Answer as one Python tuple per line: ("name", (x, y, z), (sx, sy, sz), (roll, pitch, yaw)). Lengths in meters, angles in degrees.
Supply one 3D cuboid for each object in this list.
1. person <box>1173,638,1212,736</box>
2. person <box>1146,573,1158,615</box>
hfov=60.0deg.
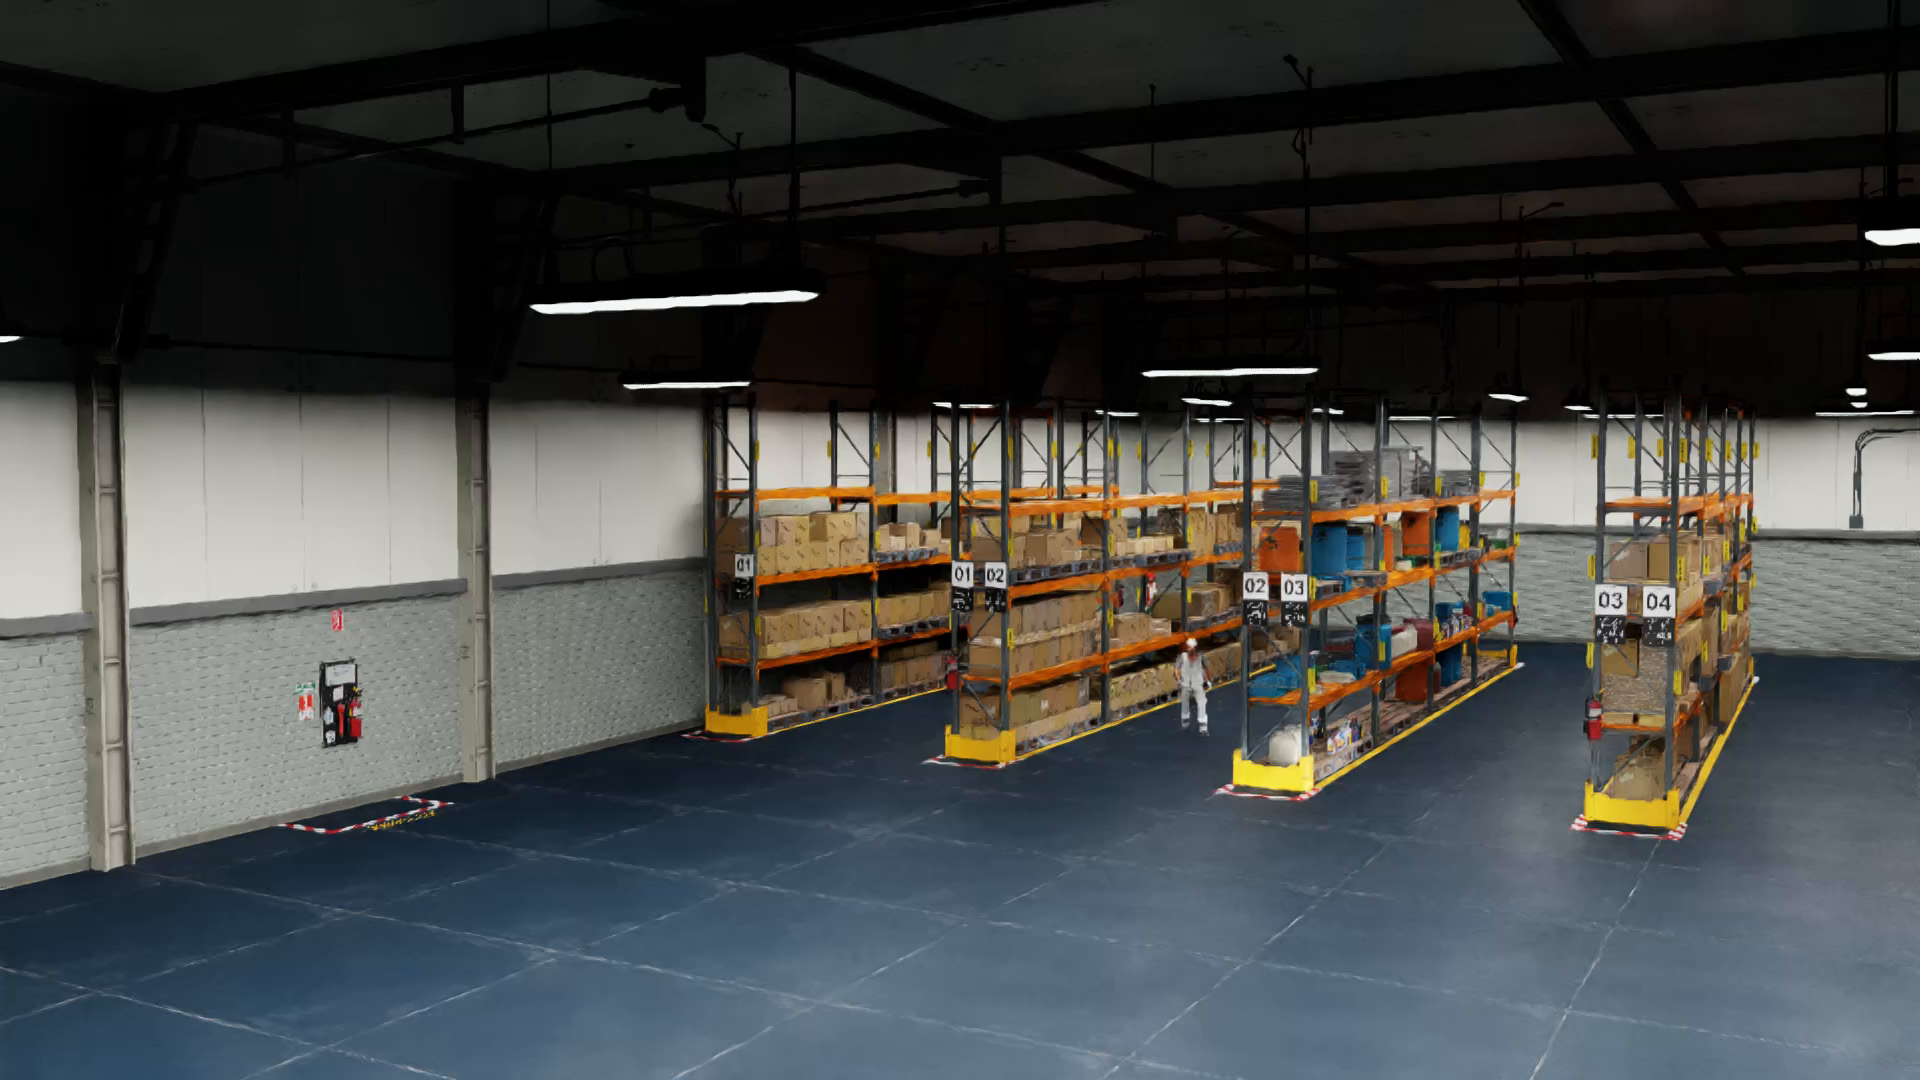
("person", (4.085, 2.555, 29.197), (0.686, 1.716, 0.838), (1, 3, 13))
("person", (5.065, 1.726, 43.879), (0.708, 1.784, 0.531), (-2, 3, -27))
